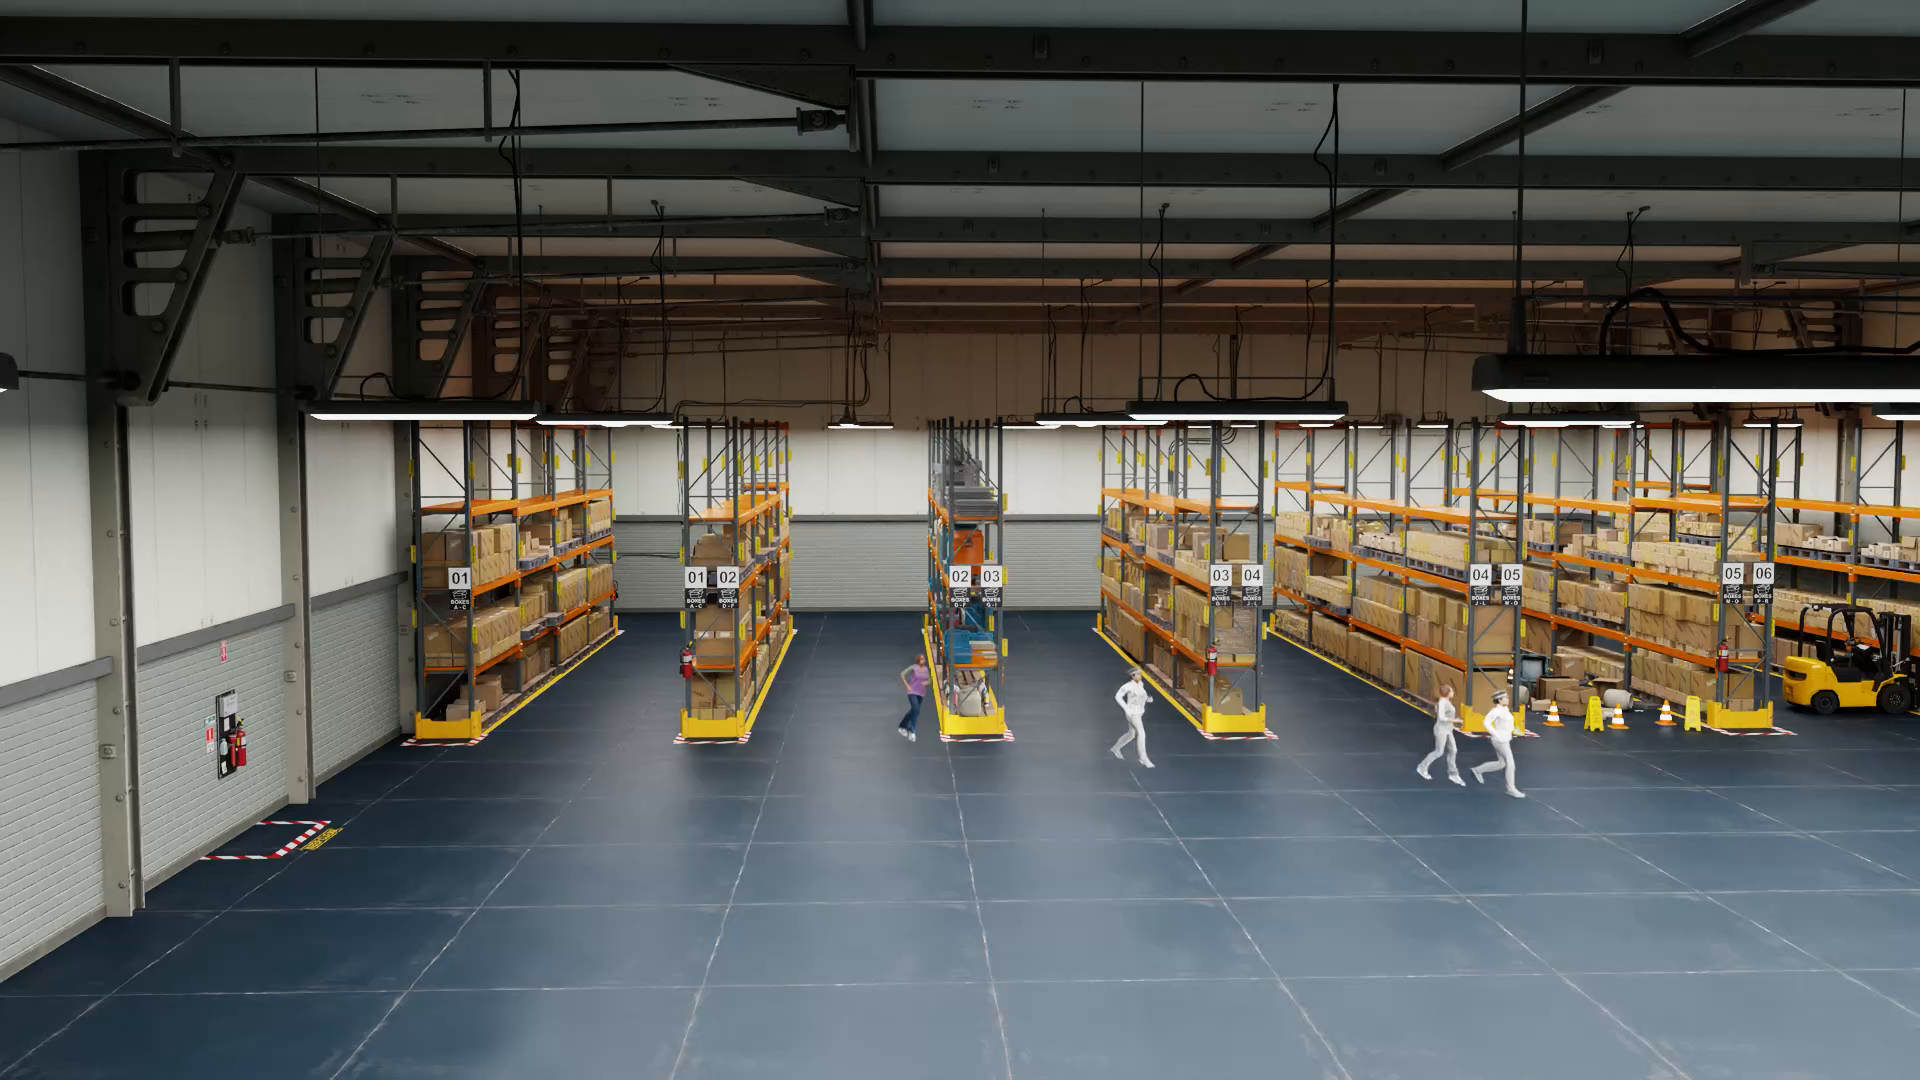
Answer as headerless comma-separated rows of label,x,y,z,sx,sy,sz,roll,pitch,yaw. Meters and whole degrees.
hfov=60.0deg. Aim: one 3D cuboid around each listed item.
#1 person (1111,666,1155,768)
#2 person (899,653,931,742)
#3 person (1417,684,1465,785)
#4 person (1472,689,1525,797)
person,2.997,3.010,28.595,0.848,1.723,0.596,3,5,34
person,-0.834,2.919,31.048,0.529,1.633,0.649,-3,5,-38
person,7.844,3.153,27.075,0.758,1.634,0.557,2,4,30
person,8.496,3.183,26.235,0.843,1.696,0.618,2,4,33
